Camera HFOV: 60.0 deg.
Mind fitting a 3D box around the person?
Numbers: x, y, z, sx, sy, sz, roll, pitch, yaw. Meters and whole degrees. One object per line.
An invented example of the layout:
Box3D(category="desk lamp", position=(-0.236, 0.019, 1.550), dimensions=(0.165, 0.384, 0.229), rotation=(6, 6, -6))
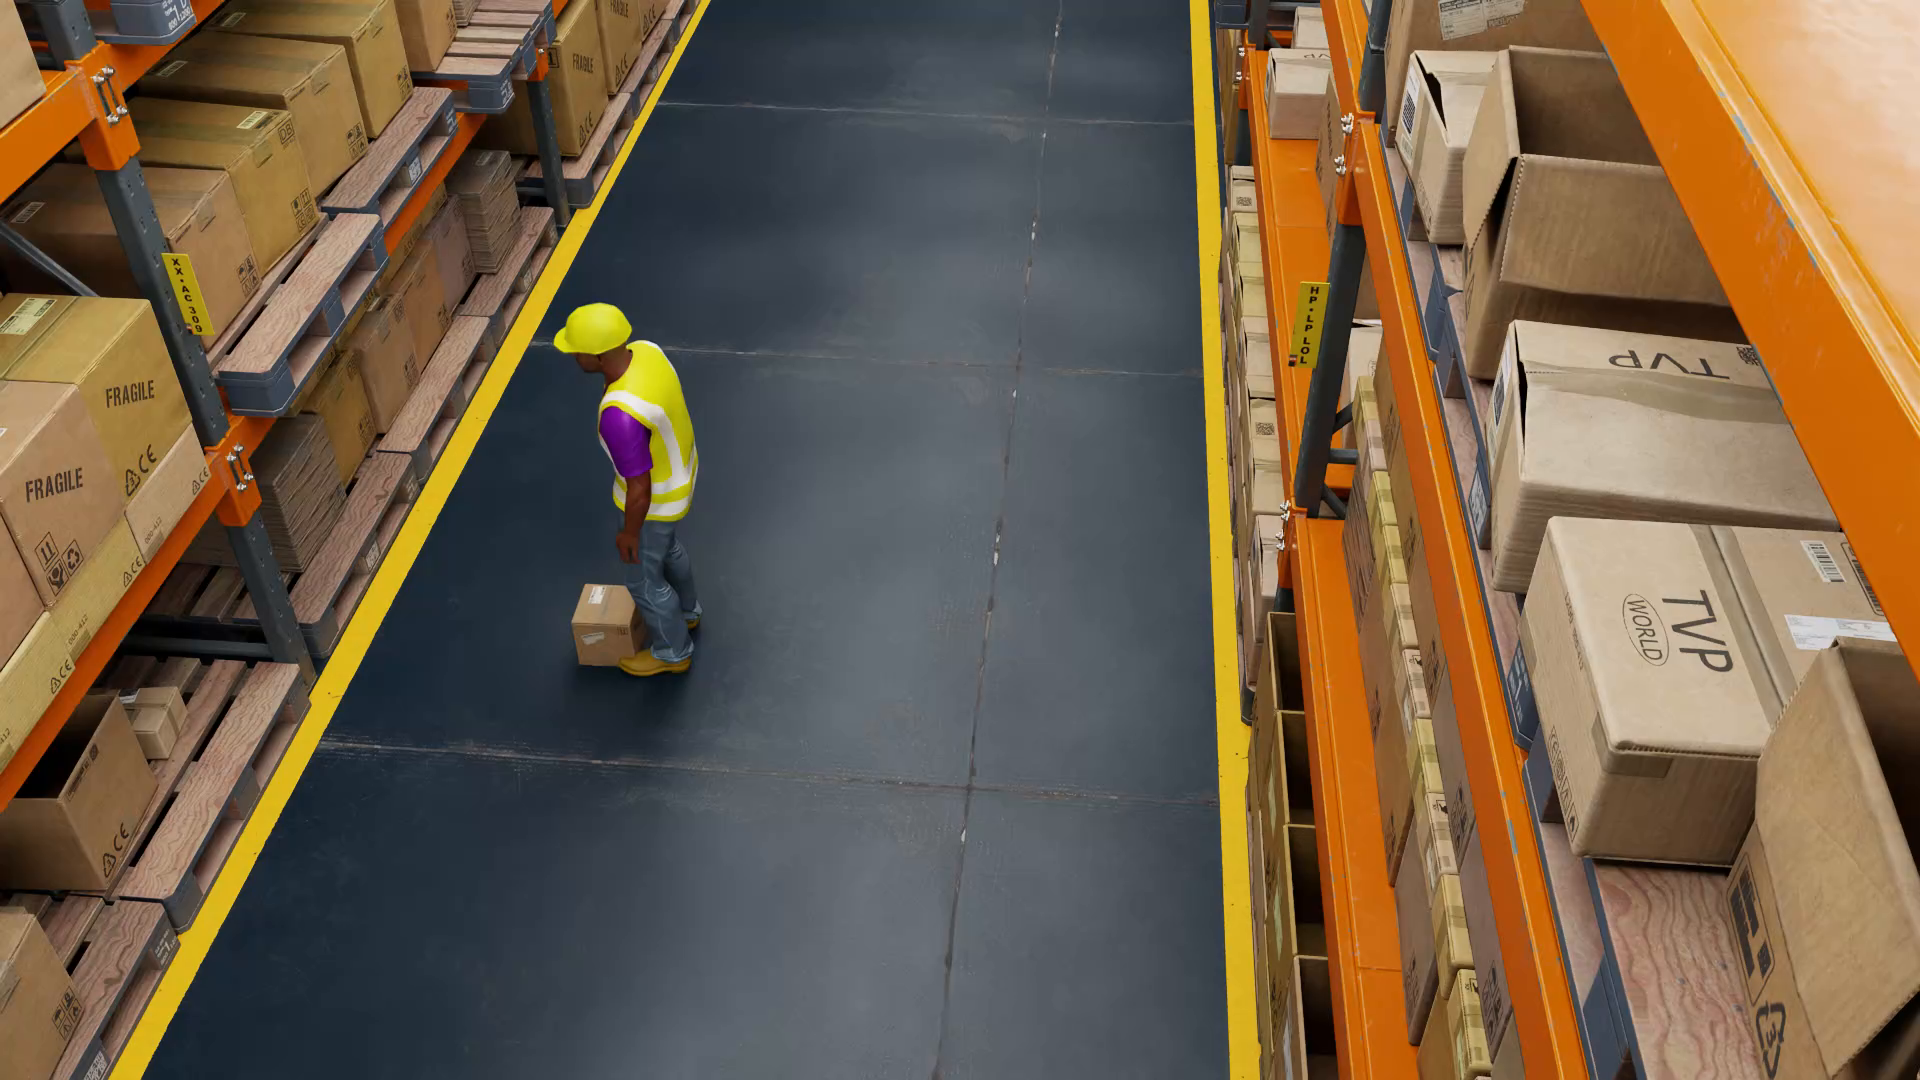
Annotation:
Box3D(category="person", position=(-1.280, -0.201, 6.677), dimensions=(0.461, 1.759, 0.628), rotation=(1, 40, 2))
